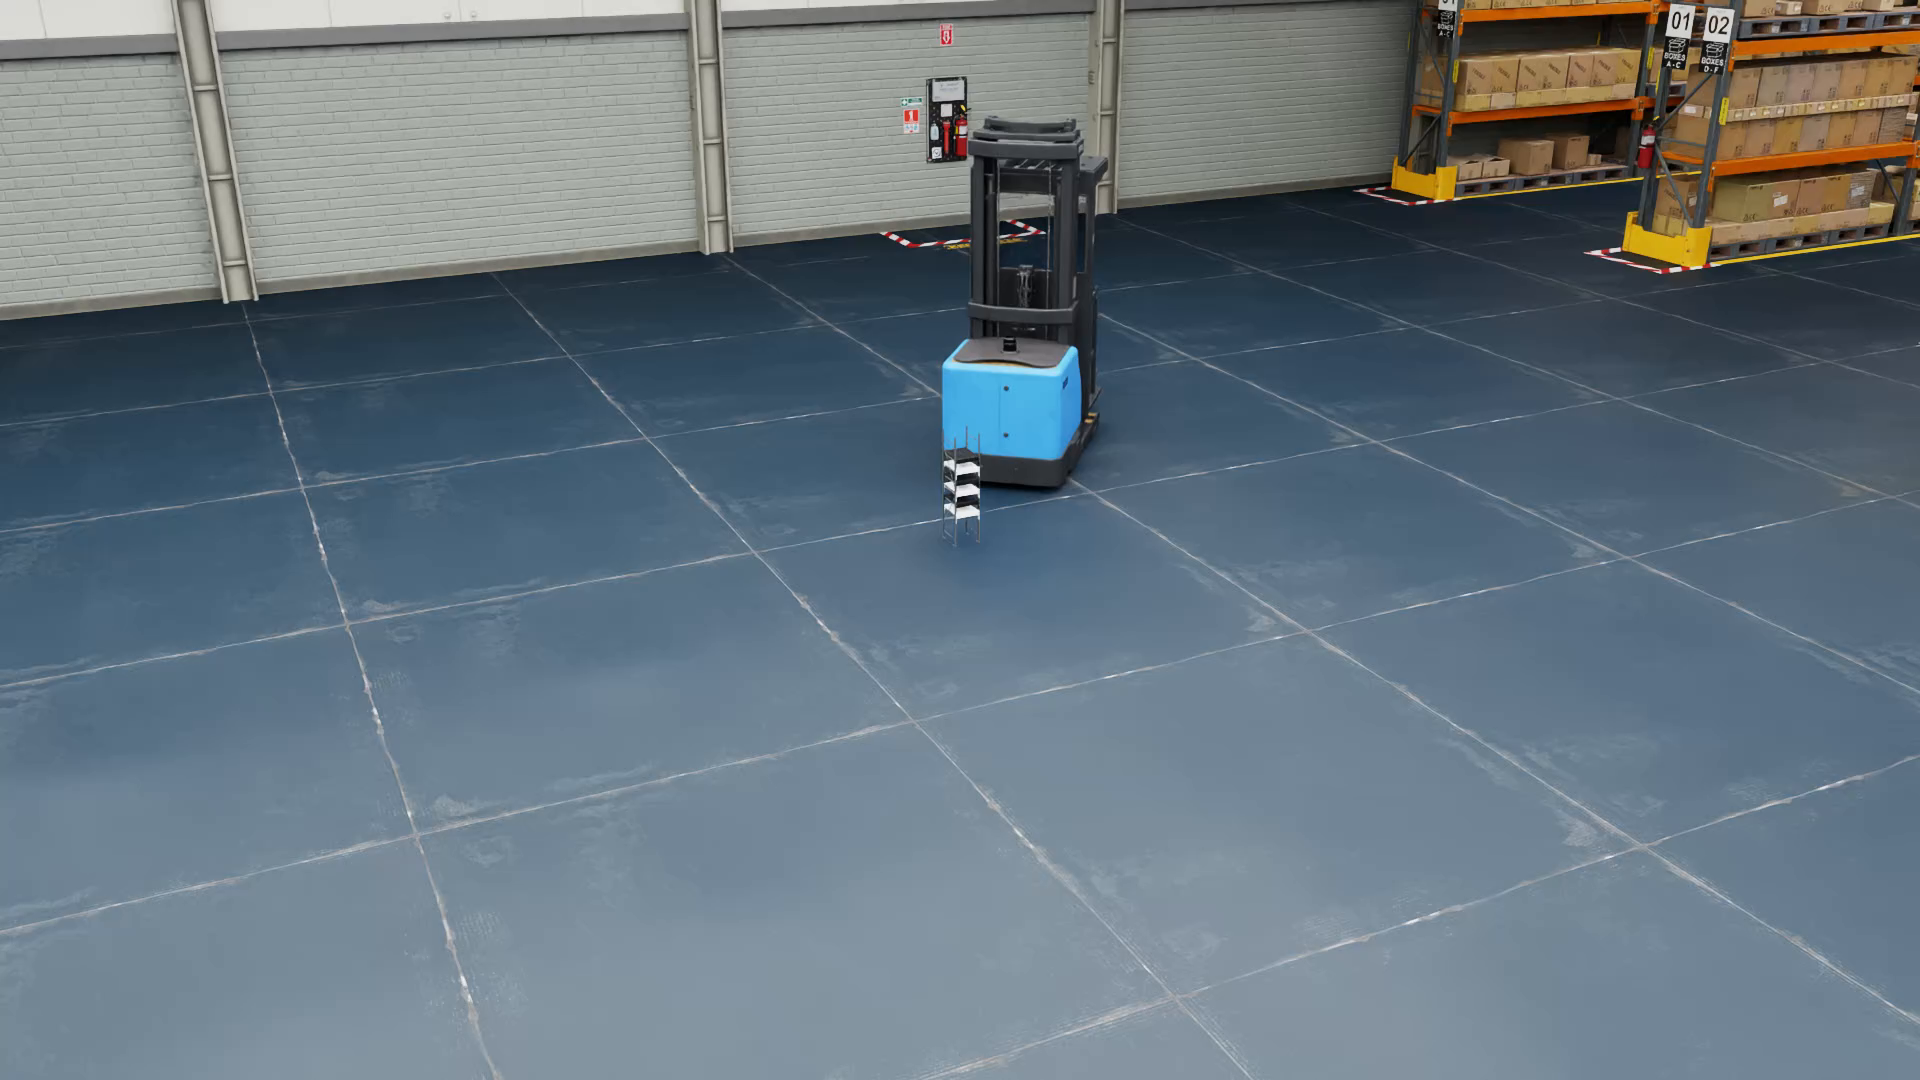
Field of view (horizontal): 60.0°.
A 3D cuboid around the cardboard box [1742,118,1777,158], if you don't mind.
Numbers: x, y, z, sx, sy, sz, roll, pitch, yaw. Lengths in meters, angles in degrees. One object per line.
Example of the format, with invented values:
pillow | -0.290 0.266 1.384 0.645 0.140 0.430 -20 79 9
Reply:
cardboard box | 10.306 -5.376 22.007 0.500 0.500 0.700 -10 24 -22

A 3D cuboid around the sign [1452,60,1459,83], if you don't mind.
sign | 7.492 -7.087 25.141 0.005 0.325 0.100 -10 25 -24

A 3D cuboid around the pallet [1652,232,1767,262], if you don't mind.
pallet | 10.079 -4.021 22.510 1.213 0.211 1.003 -10 25 -24

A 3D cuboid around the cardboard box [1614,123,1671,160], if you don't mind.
cardboard box | 11.517 -6.714 28.064 0.500 0.500 0.700 -10 24 -22

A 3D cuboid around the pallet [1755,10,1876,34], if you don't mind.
pallet | 11.157 -6.825 21.833 1.213 0.211 1.003 -10 25 -24

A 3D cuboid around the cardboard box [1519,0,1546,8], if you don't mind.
cardboard box | 8.632 -8.449 25.484 0.500 0.500 0.500 -9 24 -21

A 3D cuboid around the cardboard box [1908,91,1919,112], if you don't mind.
cardboard box | 16.740 -7.765 30.170 0.750 0.750 0.750 -10 24 -22

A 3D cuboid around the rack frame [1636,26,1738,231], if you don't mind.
rack frame | 9.408 -5.168 21.636 0.127 3.000 1.000 -10 25 -24

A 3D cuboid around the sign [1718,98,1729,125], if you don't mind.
sign | 9.644 -5.412 20.990 0.005 0.325 0.100 -10 25 -24

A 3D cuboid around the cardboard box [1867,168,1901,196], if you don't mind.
cardboard box | 13.253 -5.180 23.978 0.500 0.311 0.500 -10 25 -24

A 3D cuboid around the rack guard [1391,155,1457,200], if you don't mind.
rack guard | 7.325 -5.732 26.267 0.348 0.500 1.175 -10 25 -24

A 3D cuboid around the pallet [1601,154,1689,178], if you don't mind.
pallet | 11.562 -6.379 28.208 1.213 0.211 1.003 -10 25 -24

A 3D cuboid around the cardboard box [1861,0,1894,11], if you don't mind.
cardboard box | 12.044 -7.066 21.895 0.250 0.149 0.380 -10 25 -24

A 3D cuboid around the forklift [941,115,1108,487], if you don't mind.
forklift | 0.688 -2.335 14.882 1.130 2.935 3.031 5 23 13

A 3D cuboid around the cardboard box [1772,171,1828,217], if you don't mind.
cardboard box | 11.341 -4.698 22.566 0.500 0.500 0.500 -10 25 -24

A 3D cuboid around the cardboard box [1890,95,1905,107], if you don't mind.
cardboard box | 12.637 -6.018 22.711 0.250 0.149 0.380 -11 25 -25

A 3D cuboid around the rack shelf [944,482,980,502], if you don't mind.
rack shelf | 0.007 -0.386 12.917 0.200 0.077 0.258 -10 25 -24

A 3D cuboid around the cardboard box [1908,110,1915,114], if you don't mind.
cardboard box | 13.725 -5.978 23.769 0.258 0.266 0.396 -11 25 -25

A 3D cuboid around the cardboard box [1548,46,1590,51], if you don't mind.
cardboard box | 9.879 -7.734 27.024 0.500 0.500 0.500 -11 25 -24

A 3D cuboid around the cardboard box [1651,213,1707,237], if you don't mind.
cardboard box | 9.763 -4.282 22.542 0.500 0.250 0.500 -10 25 -24

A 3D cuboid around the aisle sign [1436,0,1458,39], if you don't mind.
aisle sign | 7.322 -7.960 24.982 0.004 0.787 0.394 -10 25 -24

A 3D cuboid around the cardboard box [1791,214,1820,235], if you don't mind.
cardboard box | 11.340 -4.352 22.711 0.500 0.250 0.500 -10 25 -24

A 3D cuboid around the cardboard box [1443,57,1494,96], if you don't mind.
cardboard box | 7.817 -7.136 25.581 0.500 0.500 0.500 -10 25 -24

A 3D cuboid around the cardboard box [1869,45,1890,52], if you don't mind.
cardboard box | 15.937 -8.552 29.266 0.500 0.500 0.500 -11 25 -24

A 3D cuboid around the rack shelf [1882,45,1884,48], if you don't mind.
rack shelf | 14.815 -7.217 23.604 4.000 0.370 1.077 -10 25 -24

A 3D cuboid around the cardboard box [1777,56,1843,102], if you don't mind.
cardboard box | 11.259 -6.151 22.185 0.500 0.500 0.700 -10 25 -24

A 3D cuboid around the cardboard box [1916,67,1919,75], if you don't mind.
cardboard box | 16.956 -8.445 29.856 0.250 0.149 0.380 -10 25 -24

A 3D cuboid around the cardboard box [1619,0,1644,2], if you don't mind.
cardboard box | 10.511 -8.810 26.355 0.500 0.500 0.500 -10 24 -22

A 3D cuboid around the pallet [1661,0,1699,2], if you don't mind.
pallet | 11.463 -8.903 26.982 1.003 0.211 1.213 -10 25 -24

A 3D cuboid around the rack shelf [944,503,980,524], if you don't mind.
rack shelf | 0.007 -0.220 12.986 0.200 0.077 0.258 -10 25 -24

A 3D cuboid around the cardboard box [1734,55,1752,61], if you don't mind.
cardboard box | 12.933 -8.155 28.146 0.500 0.500 0.700 -10 25 -24

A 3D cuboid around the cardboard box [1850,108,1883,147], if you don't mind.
cardboard box | 12.143 -5.712 22.820 0.500 0.500 0.700 -11 25 -24

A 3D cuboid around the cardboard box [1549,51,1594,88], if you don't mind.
cardboard box | 9.663 -7.475 26.398 0.500 0.500 0.500 -11 25 -25

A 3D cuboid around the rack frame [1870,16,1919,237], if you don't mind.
rack frame | 13.013 -5.831 23.239 0.127 3.000 1.000 -10 25 -24

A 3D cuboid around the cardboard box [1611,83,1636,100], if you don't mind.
cardboard box | 10.565 -7.295 26.944 0.500 0.250 0.500 -10 25 -23

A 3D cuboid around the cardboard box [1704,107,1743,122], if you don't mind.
cardboard box | 9.855 -5.505 21.470 0.250 0.149 0.380 -11 25 -24

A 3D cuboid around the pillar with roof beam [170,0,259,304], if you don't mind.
pillar with roof beam | -6.840 -5.591 14.814 0.400 9.000 9.100 -10 25 -24

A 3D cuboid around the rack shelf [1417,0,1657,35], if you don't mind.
rack shelf | 9.059 -8.260 26.124 4.000 0.370 1.077 -10 25 -24

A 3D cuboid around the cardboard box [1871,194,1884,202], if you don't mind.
cardboard box | 13.260 -4.924 24.092 0.500 0.250 0.500 -11 25 -24

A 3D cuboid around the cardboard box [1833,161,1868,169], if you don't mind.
cardboard box | 12.459 -5.132 23.616 0.500 0.500 0.500 -10 25 -24

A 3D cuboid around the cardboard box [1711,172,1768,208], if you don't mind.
cardboard box | 10.657 -4.800 22.813 0.500 0.500 0.500 -10 25 -24

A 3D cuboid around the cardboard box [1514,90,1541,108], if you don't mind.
cardboard box | 8.757 -6.959 26.134 0.500 0.250 0.500 -11 25 -24

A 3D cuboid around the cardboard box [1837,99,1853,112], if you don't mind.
cardboard box | 11.716 -5.848 22.300 0.250 0.149 0.380 -10 24 -22

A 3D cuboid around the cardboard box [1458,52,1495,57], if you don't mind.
cardboard box | 8.047 -7.392 26.199 0.500 0.500 0.500 -10 25 -23

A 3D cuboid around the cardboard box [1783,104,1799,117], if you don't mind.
cardboard box | 10.785 -5.676 21.885 0.250 0.149 0.380 -11 25 -25

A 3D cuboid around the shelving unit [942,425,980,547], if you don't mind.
shelving unit | 0.007 -0.417 12.904 0.210 0.900 0.258 -10 25 -24

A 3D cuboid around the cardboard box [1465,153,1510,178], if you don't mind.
cardboard box | 8.433 -6.014 26.619 0.500 0.311 0.500 -8 24 -19

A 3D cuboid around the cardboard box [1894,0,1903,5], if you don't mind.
cardboard box | 12.444 -7.530 22.556 0.500 0.500 0.500 -8 24 -19
